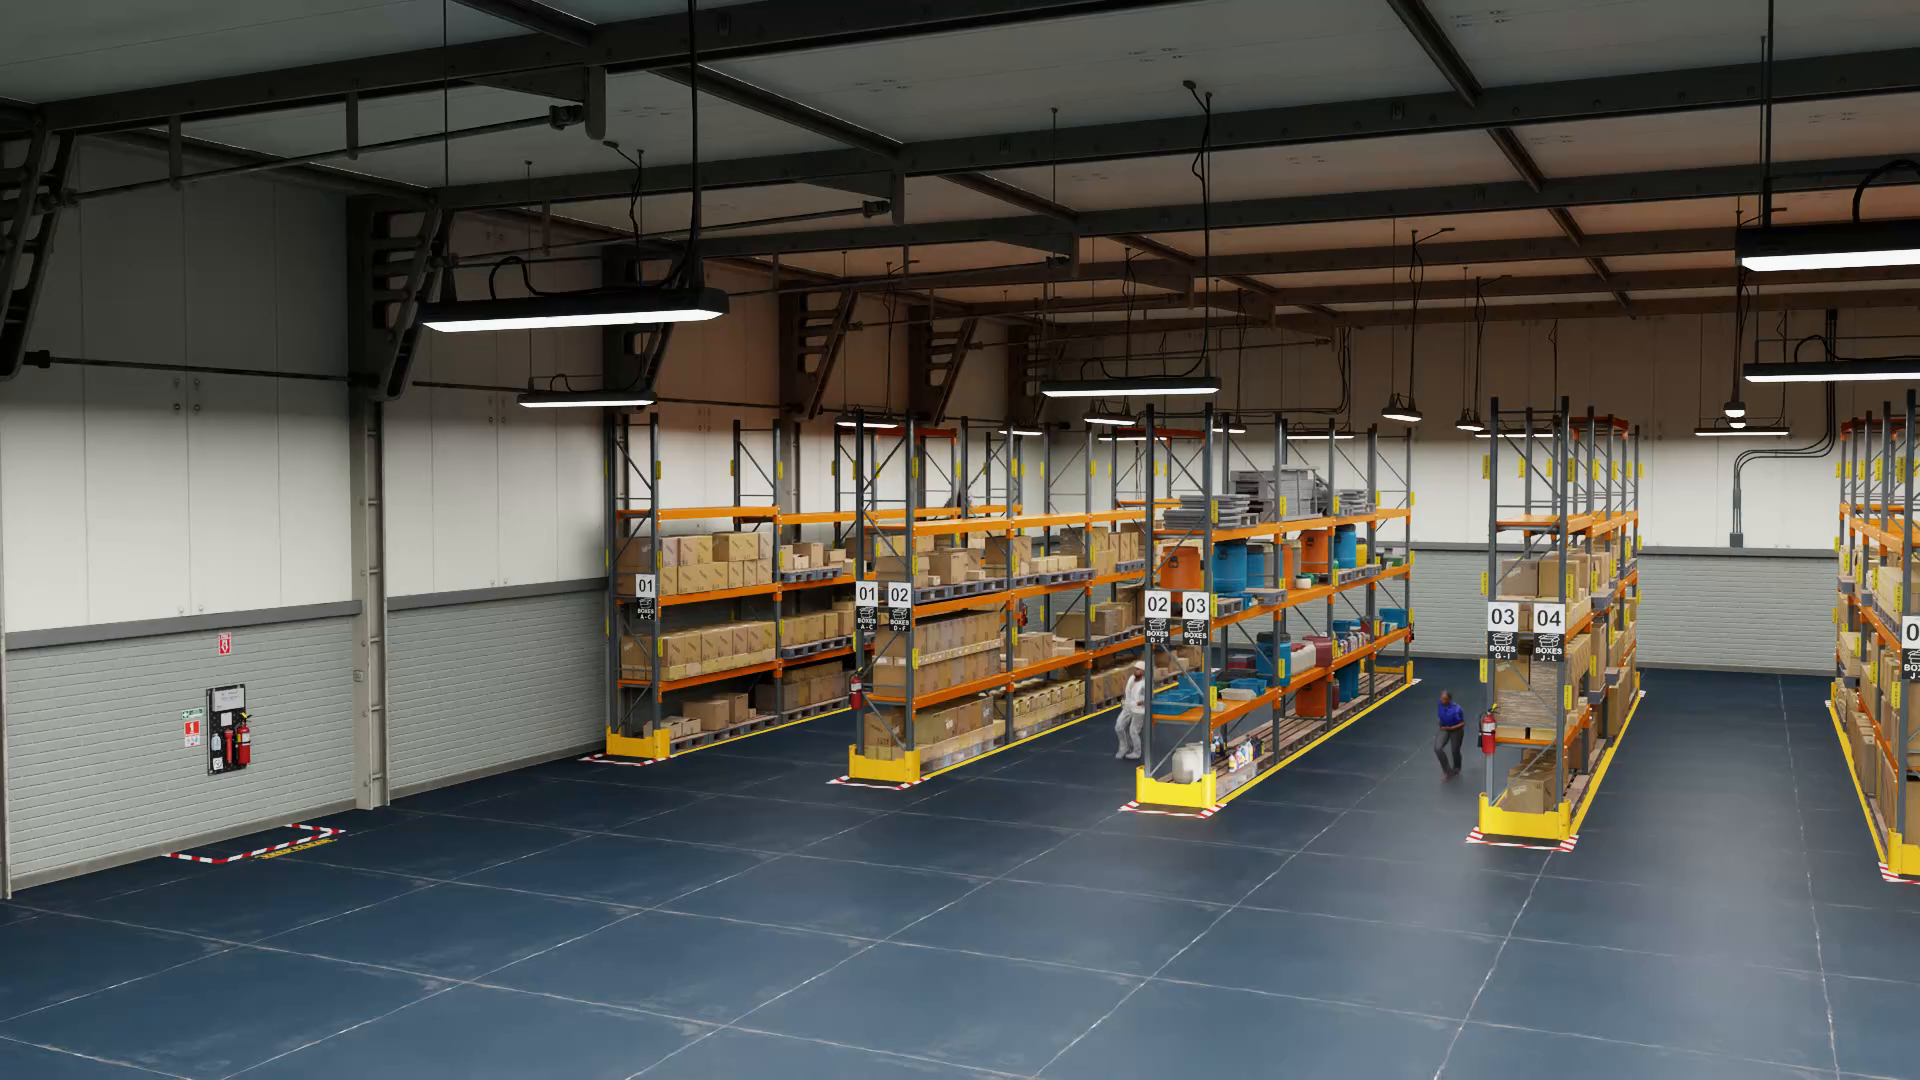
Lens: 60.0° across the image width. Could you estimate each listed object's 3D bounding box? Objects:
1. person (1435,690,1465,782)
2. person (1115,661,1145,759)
[{"bbox_3d":[7.931,3.118,26.796,0.582,1.485,1.060,2,3,37],"label":"person"},{"bbox_3d":[2.988,2.924,28.458,0.698,1.718,0.635,2,3,45],"label":"person"}]
